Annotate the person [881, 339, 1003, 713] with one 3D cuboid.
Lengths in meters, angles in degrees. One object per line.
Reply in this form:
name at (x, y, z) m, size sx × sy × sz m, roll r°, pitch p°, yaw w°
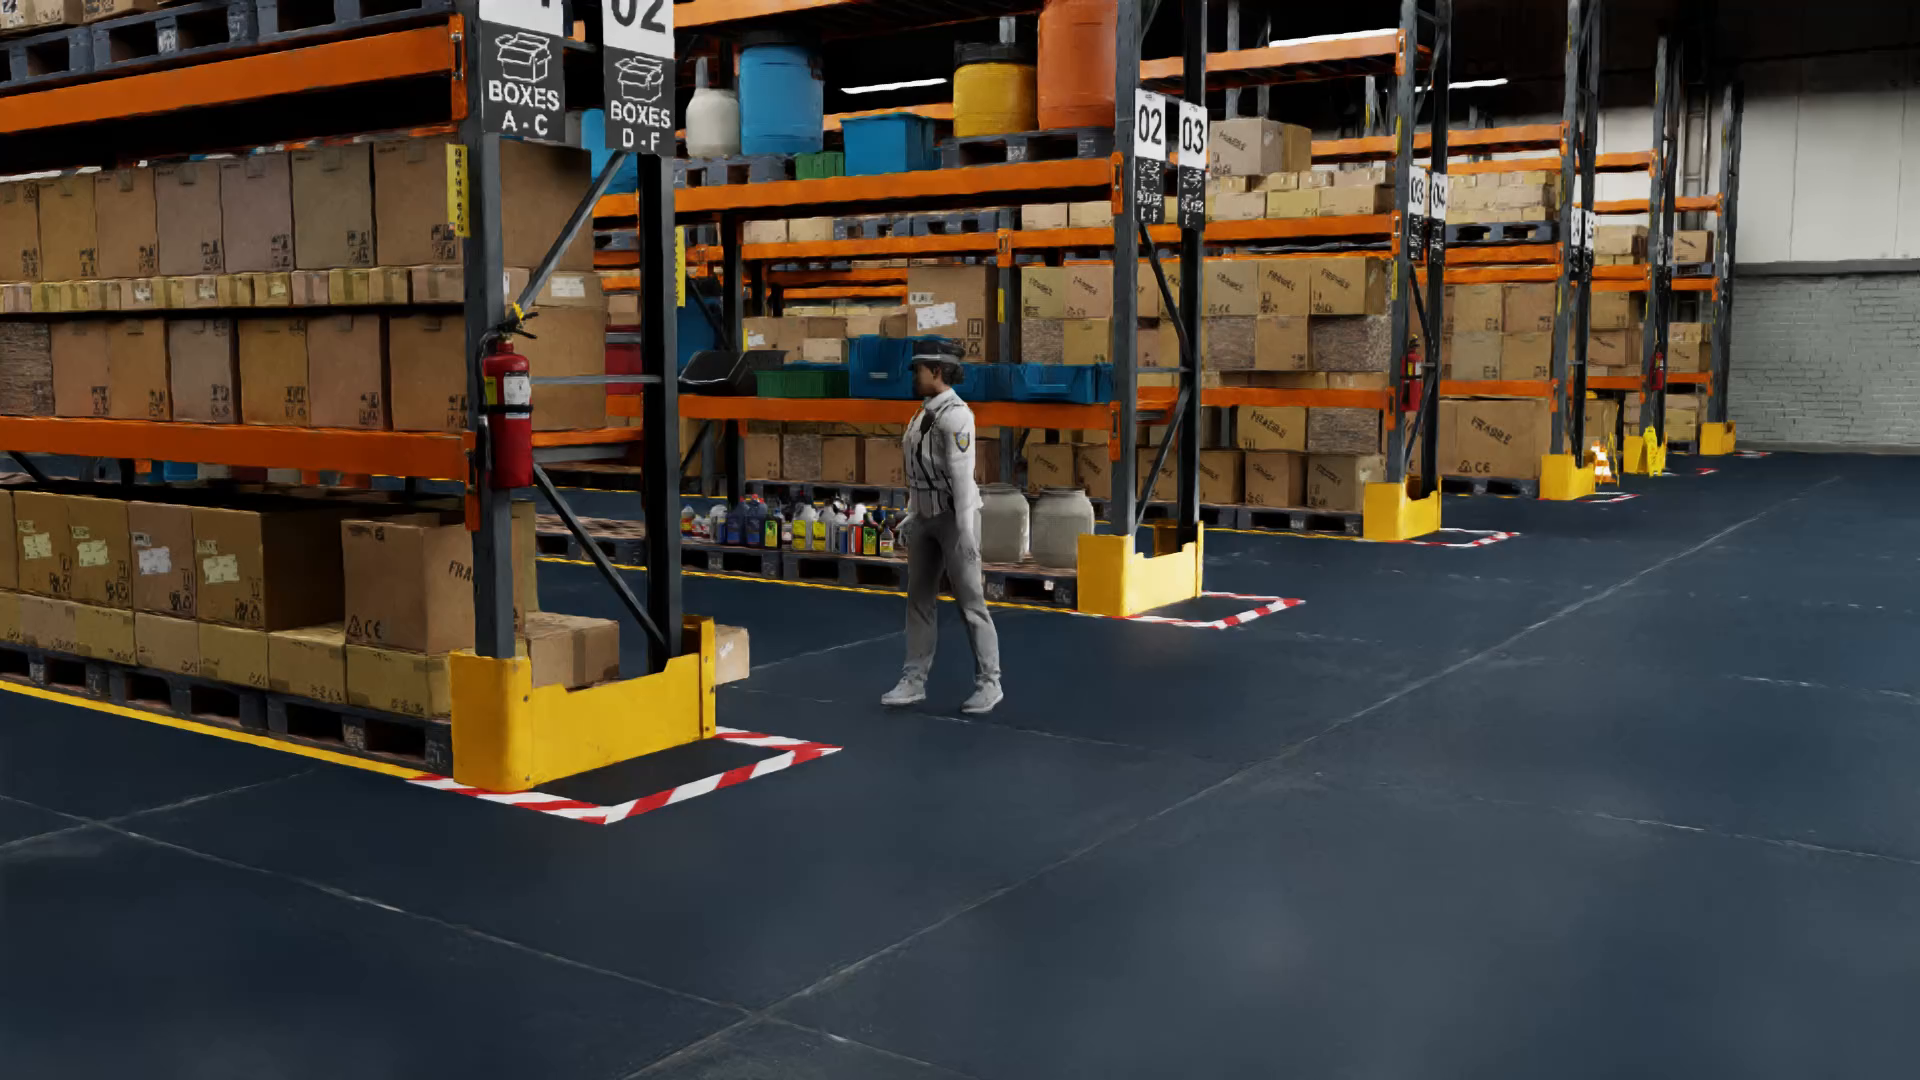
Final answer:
person at (-0.109, -0.071, 7.551) m, size 0.565 × 1.669 × 0.575 m, roll -3°, pitch 7°, yaw -28°
